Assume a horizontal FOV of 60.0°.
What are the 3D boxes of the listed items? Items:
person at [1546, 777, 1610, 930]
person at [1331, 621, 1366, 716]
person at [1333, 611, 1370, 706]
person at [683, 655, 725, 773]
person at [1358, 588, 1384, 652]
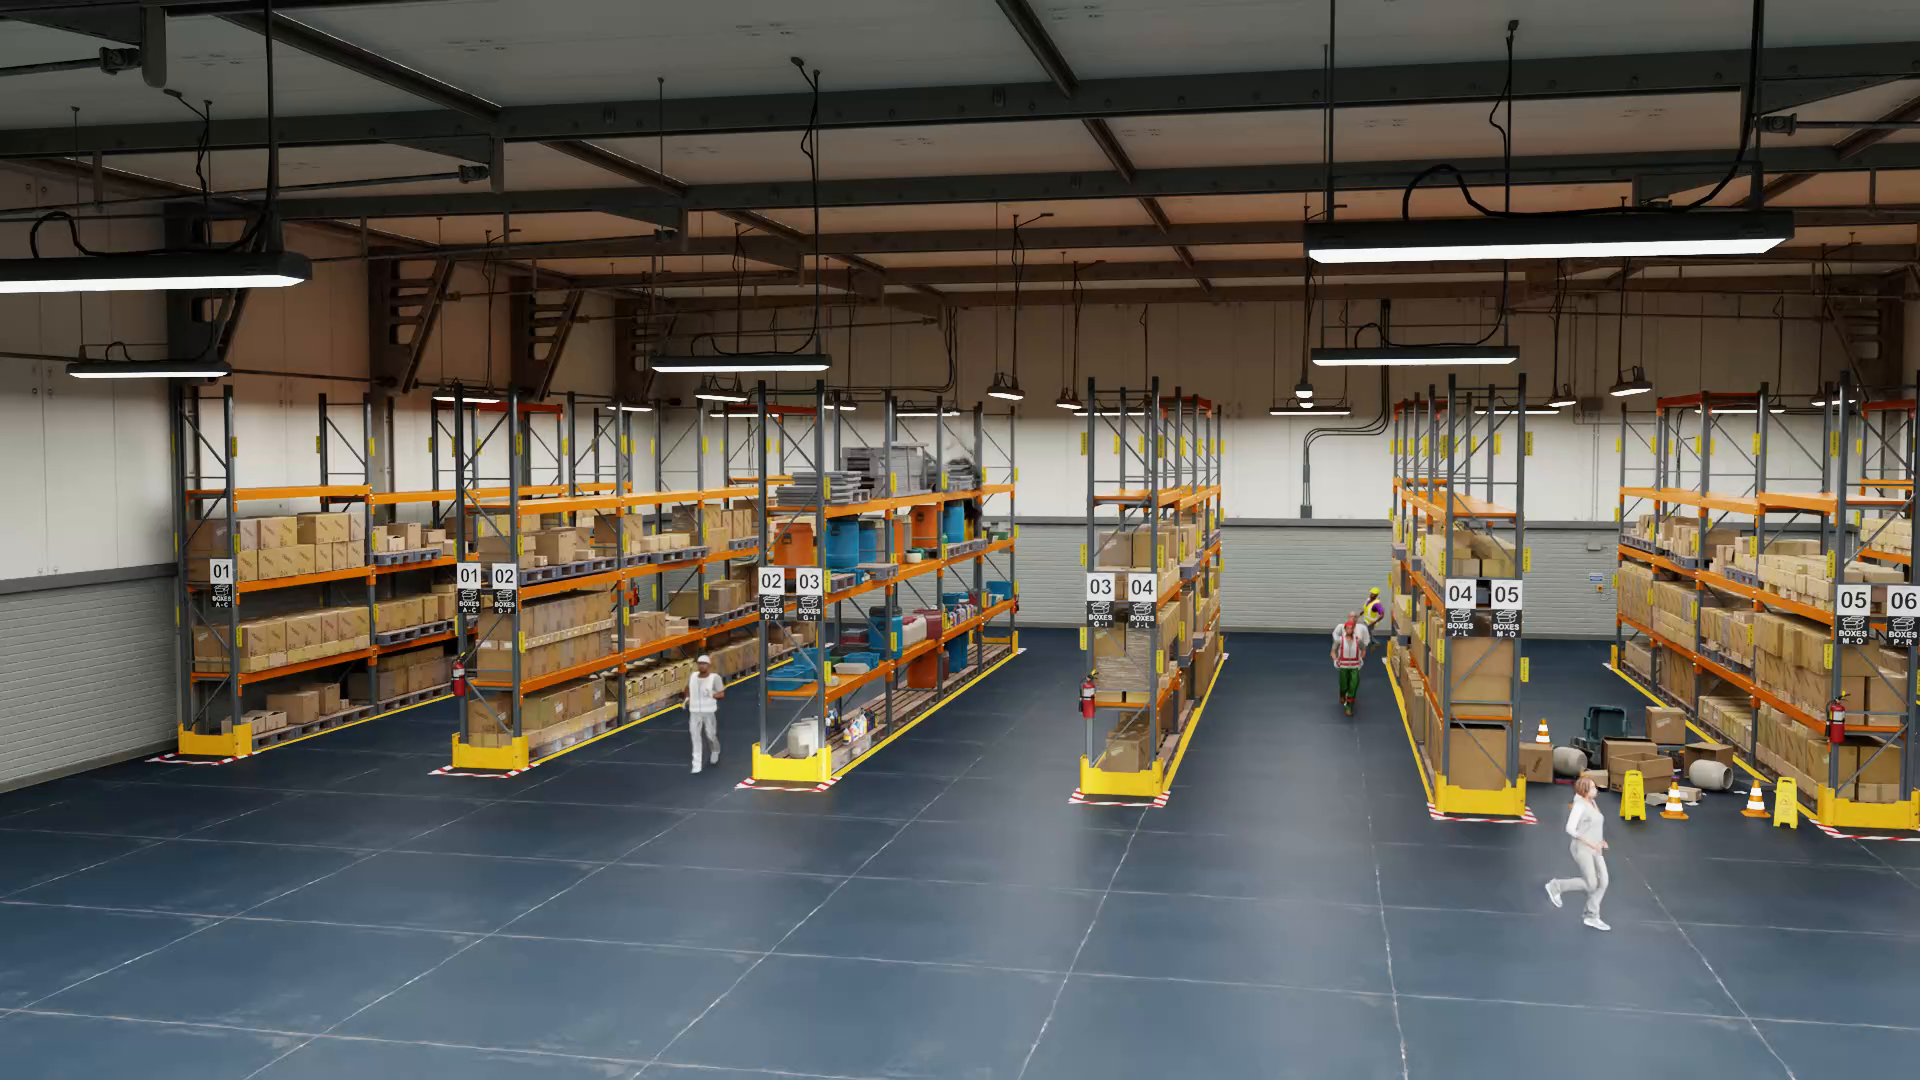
[{"bbox_3d":[6.519,3.257,17.408,0.621,1.575,0.536,3,4,43],"label":"person"},{"bbox_3d":[7.294,2.390,31.164,0.656,1.749,0.704,0,3,6],"label":"person"},{"bbox_3d":[7.648,2.302,32.462,0.687,1.851,0.877,0,3,6],"label":"person"},{"bbox_3d":[-3.972,2.664,25.661,0.689,1.758,0.939,0,3,6],"label":"person"},{"bbox_3d":[9.886,1.950,39.745,0.701,1.658,0.842,-1,3,-18],"label":"person"}]
